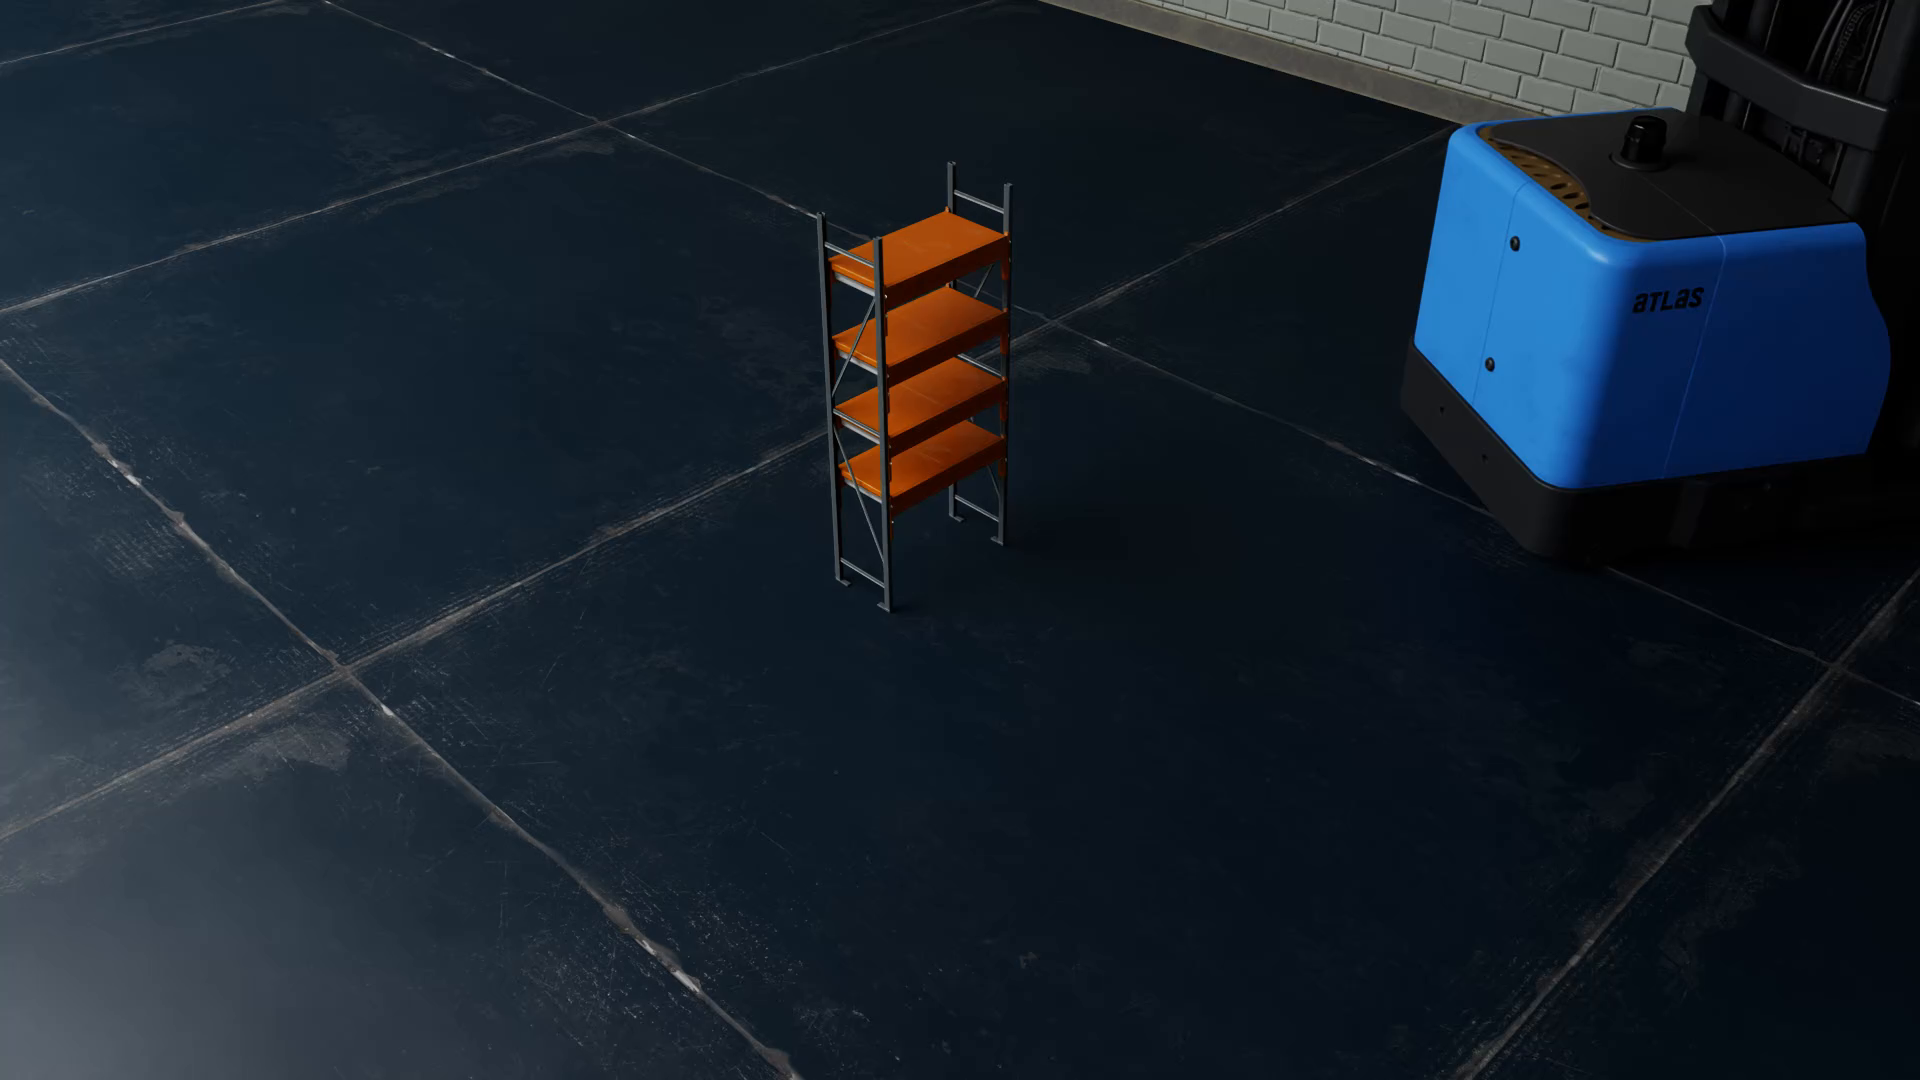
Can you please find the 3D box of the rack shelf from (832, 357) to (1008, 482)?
[{"bbox_3d":[-0.117,-0.370,4.849,0.258,0.148,0.480,30,45,35],"label":"rack shelf"}]

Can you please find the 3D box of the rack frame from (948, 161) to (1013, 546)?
[{"bbox_3d":[0.055,-0.524,4.952,0.240,1.200,0.015,30,45,35],"label":"rack frame"}]

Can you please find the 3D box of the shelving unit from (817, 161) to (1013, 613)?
[{"bbox_3d":[-0.117,-0.425,4.810,0.258,1.200,0.503,30,45,35],"label":"shelving unit"}]

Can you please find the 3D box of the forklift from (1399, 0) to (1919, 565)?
[{"bbox_3d":[3.104,-1.553,4.914,3.031,2.935,1.130,-7,36,-10],"label":"forklift"}]

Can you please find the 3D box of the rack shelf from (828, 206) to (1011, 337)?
[{"bbox_3d":[-0.117,-0.747,4.586,0.258,0.148,0.480,30,45,35],"label":"rack shelf"}]

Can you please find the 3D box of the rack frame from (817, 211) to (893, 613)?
[{"bbox_3d":[-0.289,-0.326,4.668,0.240,1.200,0.015,30,45,35],"label":"rack frame"}]

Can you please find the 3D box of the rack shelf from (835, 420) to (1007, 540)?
[{"bbox_3d":[-0.117,-0.207,4.962,0.258,0.148,0.480,30,45,35],"label":"rack shelf"}]

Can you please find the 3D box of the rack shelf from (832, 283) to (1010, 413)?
[{"bbox_3d":[-0.117,-0.553,4.721,0.258,0.148,0.480,30,45,35],"label":"rack shelf"}]
